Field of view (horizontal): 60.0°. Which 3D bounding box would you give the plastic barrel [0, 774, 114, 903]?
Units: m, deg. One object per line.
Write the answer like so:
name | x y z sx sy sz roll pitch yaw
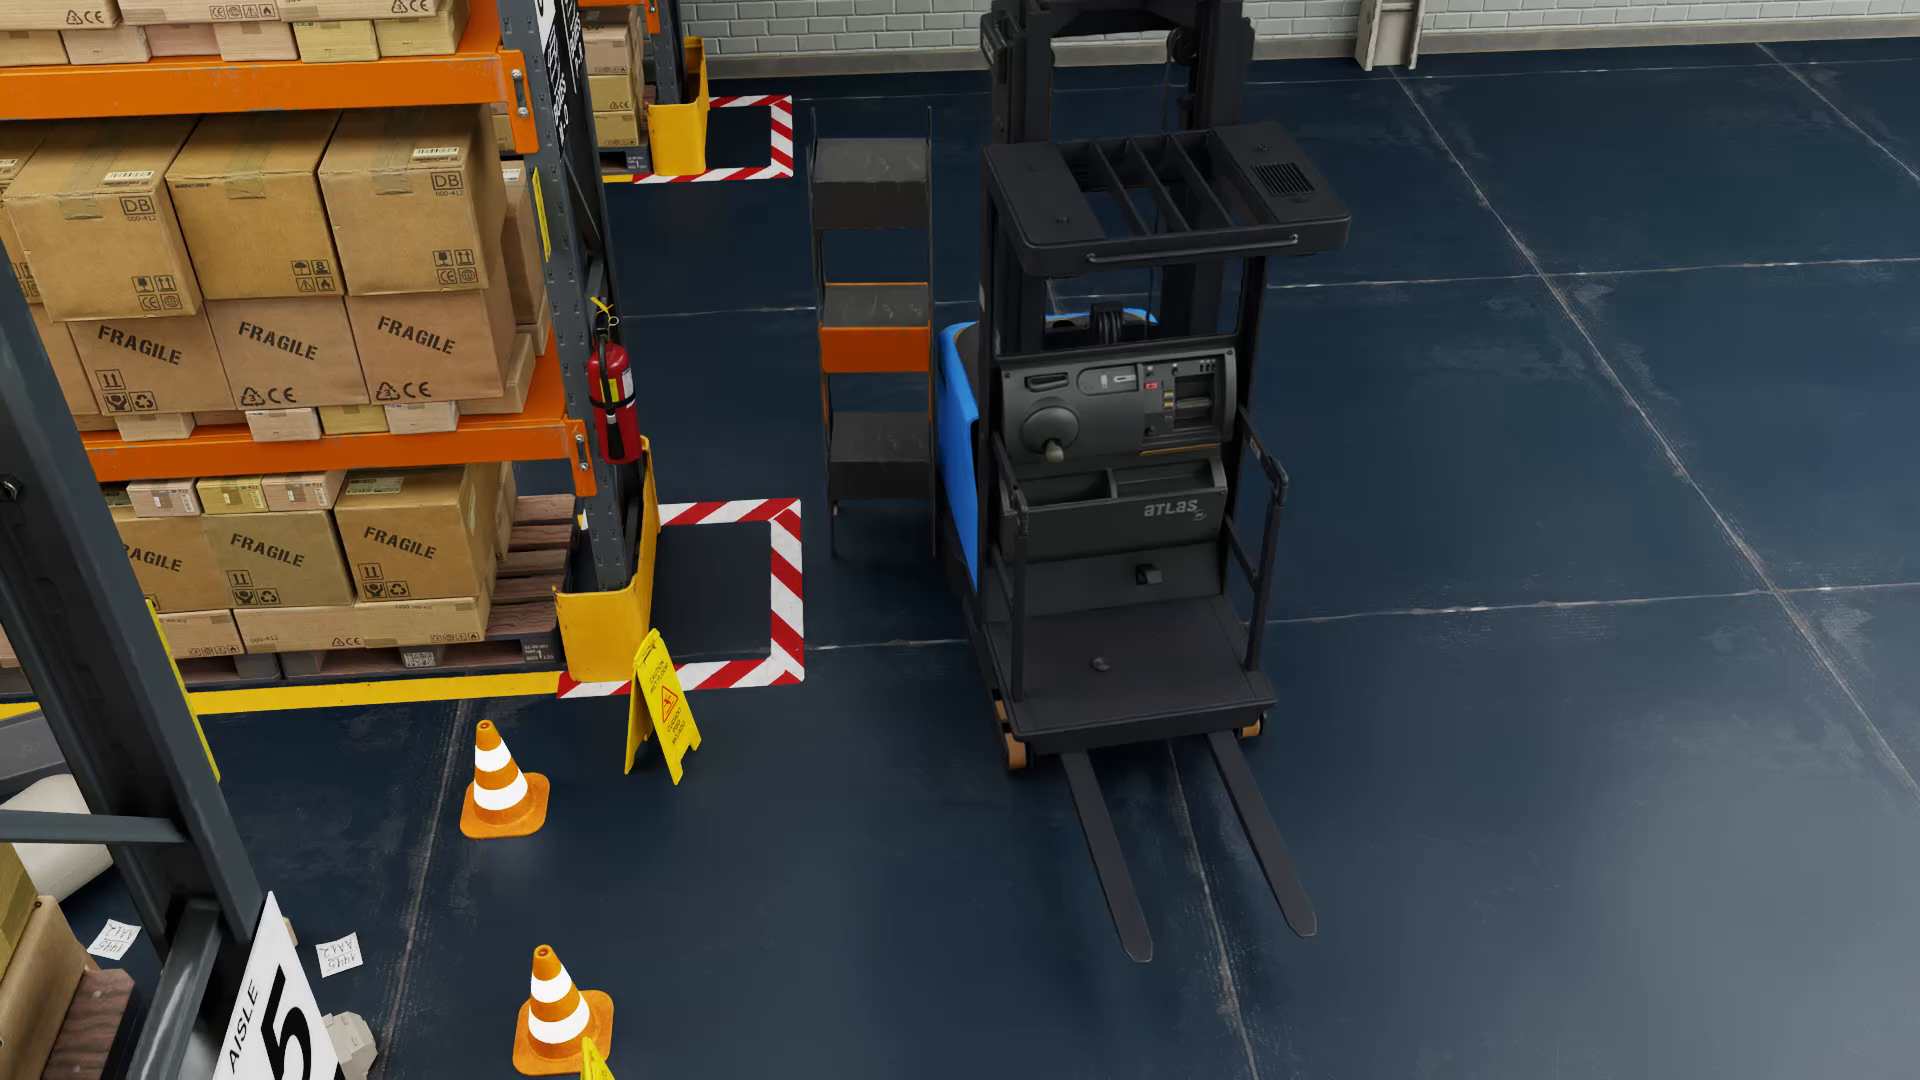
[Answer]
plastic barrel | -3.442 1.136 6.290 0.421 0.421 0.512 23 44 27

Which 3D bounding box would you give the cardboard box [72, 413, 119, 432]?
cardboard box | -3.397 -0.599 6.613 0.250 0.149 0.380 -3 38 -4

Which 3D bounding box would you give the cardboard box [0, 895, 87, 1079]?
cardboard box | -1.350 0.664 2.170 0.250 0.149 0.380 -3 38 -4

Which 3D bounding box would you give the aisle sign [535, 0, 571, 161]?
aisle sign | -1.432 -1.767 5.792 0.004 0.787 0.394 -3 38 -4

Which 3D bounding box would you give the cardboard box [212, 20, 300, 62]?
cardboard box | -2.363 -1.782 5.690 0.250 0.149 0.380 -2 38 -3

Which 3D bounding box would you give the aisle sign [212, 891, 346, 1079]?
aisle sign | -0.936 0.917 2.390 0.004 0.787 0.394 -3 38 -4

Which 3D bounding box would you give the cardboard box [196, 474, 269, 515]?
cardboard box | -2.904 -0.279 6.755 0.250 0.149 0.380 -3 38 -3

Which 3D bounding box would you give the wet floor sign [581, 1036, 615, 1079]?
wet floor sign | -1.127 1.827 5.235 0.232 0.644 0.267 -9 39 -12

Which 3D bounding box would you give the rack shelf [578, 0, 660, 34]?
rack shelf | -3.955 -3.593 10.784 4.000 0.370 1.077 -3 38 -4

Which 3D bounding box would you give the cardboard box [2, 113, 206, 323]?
cardboard box | -3.012 -1.194 6.035 0.500 0.500 0.700 -4 38 -5

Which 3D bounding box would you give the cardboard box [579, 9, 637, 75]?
cardboard box | -2.394 -3.245 10.837 0.500 0.250 0.500 -2 38 -2

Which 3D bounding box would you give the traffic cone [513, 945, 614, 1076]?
traffic cone | -1.396 1.559 5.722 0.334 0.463 0.336 -3 38 -4

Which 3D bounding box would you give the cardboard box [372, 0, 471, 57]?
cardboard box | -1.850 -1.809 5.725 0.250 0.149 0.380 -3 38 -4

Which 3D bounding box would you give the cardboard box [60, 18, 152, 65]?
cardboard box | -2.865 -1.766 5.670 0.250 0.149 0.380 -3 38 -4

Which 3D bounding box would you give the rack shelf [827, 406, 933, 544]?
rack shelf | -0.371 -0.312 7.925 0.480 0.518 0.431 -1 38 -1

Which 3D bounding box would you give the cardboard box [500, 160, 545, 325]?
cardboard box | -2.016 -1.224 6.880 0.500 0.500 0.500 -4 38 -5

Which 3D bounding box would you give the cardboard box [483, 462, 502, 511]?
cardboard box | -2.371 -0.427 7.467 0.500 0.500 0.500 -4 38 -5

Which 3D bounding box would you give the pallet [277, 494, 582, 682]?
pallet | -2.407 0.199 7.649 1.213 0.211 1.003 -3 38 -4

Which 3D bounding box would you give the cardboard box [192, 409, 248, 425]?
cardboard box | -2.894 -0.628 6.649 0.250 0.149 0.380 -3 38 -3

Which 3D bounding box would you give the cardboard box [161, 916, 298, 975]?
cardboard box | -2.645 1.515 6.032 0.250 0.149 0.380 16 41 19

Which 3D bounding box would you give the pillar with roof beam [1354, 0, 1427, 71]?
pillar with roof beam | 3.622 -4.531 6.549 0.400 9.000 9.100 -3 38 -4

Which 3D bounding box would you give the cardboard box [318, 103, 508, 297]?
cardboard box | -2.009 -1.308 6.180 0.500 0.500 0.700 -4 38 -5

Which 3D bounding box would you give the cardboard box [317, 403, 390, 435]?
cardboard box | -2.372 -0.588 6.598 0.250 0.149 0.380 -4 38 -5

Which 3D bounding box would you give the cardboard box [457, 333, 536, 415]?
cardboard box | -1.873 -0.671 6.704 0.250 0.149 0.380 -2 38 -2

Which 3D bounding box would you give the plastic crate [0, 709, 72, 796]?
plastic crate | -3.867 0.863 6.914 0.583 0.080 0.402 -16 41 -19

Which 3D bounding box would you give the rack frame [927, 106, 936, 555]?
rack frame | -0.127 -0.875 7.486 0.015 2.100 0.400 -1 38 -1

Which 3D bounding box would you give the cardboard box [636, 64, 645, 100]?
cardboard box | -2.469 -3.164 11.541 0.500 0.250 0.500 -3 38 -4

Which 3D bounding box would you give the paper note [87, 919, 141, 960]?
paper note | -3.144 1.482 6.179 0.142 0.019 0.148 9 39 12

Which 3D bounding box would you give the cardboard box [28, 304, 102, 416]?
cardboard box | -3.540 -0.813 6.359 0.500 0.500 0.500 -3 38 -3

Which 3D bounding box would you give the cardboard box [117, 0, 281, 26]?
cardboard box | -2.507 -1.945 5.575 0.500 0.250 0.500 -4 38 -5

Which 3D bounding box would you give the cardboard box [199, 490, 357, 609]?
cardboard box | -2.814 -0.067 7.010 0.500 0.500 0.500 -2 38 -2

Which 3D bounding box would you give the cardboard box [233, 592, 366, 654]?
cardboard box | -2.817 0.226 7.245 0.500 0.250 0.500 -3 38 -4

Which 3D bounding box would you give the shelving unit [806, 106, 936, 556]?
shelving unit | -0.371 -0.873 7.483 0.503 2.100 0.431 -1 38 -1

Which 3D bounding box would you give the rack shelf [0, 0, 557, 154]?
rack shelf | -3.511 -1.708 5.974 4.000 0.370 1.077 -3 38 -4

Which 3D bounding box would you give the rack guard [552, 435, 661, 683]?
rack guard | -1.595 0.063 7.588 0.348 0.500 1.175 -3 38 -4

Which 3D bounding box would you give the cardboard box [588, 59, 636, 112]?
cardboard box | -2.420 -3.047 10.989 0.500 0.250 0.500 -4 38 -5

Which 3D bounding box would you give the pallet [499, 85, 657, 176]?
pallet | -2.721 -2.822 11.478 1.213 0.211 1.003 -3 38 -4

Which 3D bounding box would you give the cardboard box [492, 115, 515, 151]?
cardboard box | -2.899 -2.828 11.115 0.500 0.250 0.500 -3 38 -4

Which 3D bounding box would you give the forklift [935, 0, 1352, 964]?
forklift | 0.661 -0.451 6.277 1.130 2.935 3.031 -7 39 -8

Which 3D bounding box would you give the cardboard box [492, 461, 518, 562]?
cardboard box | -2.347 -0.134 7.701 0.500 0.250 0.500 -3 38 -4

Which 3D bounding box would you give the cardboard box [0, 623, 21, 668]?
cardboard box | -3.833 0.279 7.178 0.500 0.250 0.500 -4 38 -5

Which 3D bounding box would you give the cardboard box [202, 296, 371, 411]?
cardboard box | -2.535 -0.854 6.412 0.500 0.500 0.500 -3 38 -4

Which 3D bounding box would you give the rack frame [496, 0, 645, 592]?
rack frame | -1.519 -0.922 6.819 0.127 3.000 1.000 -3 38 -4

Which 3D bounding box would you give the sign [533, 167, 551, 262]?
sign | -1.490 -1.157 5.927 0.005 0.325 0.100 -3 38 -4
